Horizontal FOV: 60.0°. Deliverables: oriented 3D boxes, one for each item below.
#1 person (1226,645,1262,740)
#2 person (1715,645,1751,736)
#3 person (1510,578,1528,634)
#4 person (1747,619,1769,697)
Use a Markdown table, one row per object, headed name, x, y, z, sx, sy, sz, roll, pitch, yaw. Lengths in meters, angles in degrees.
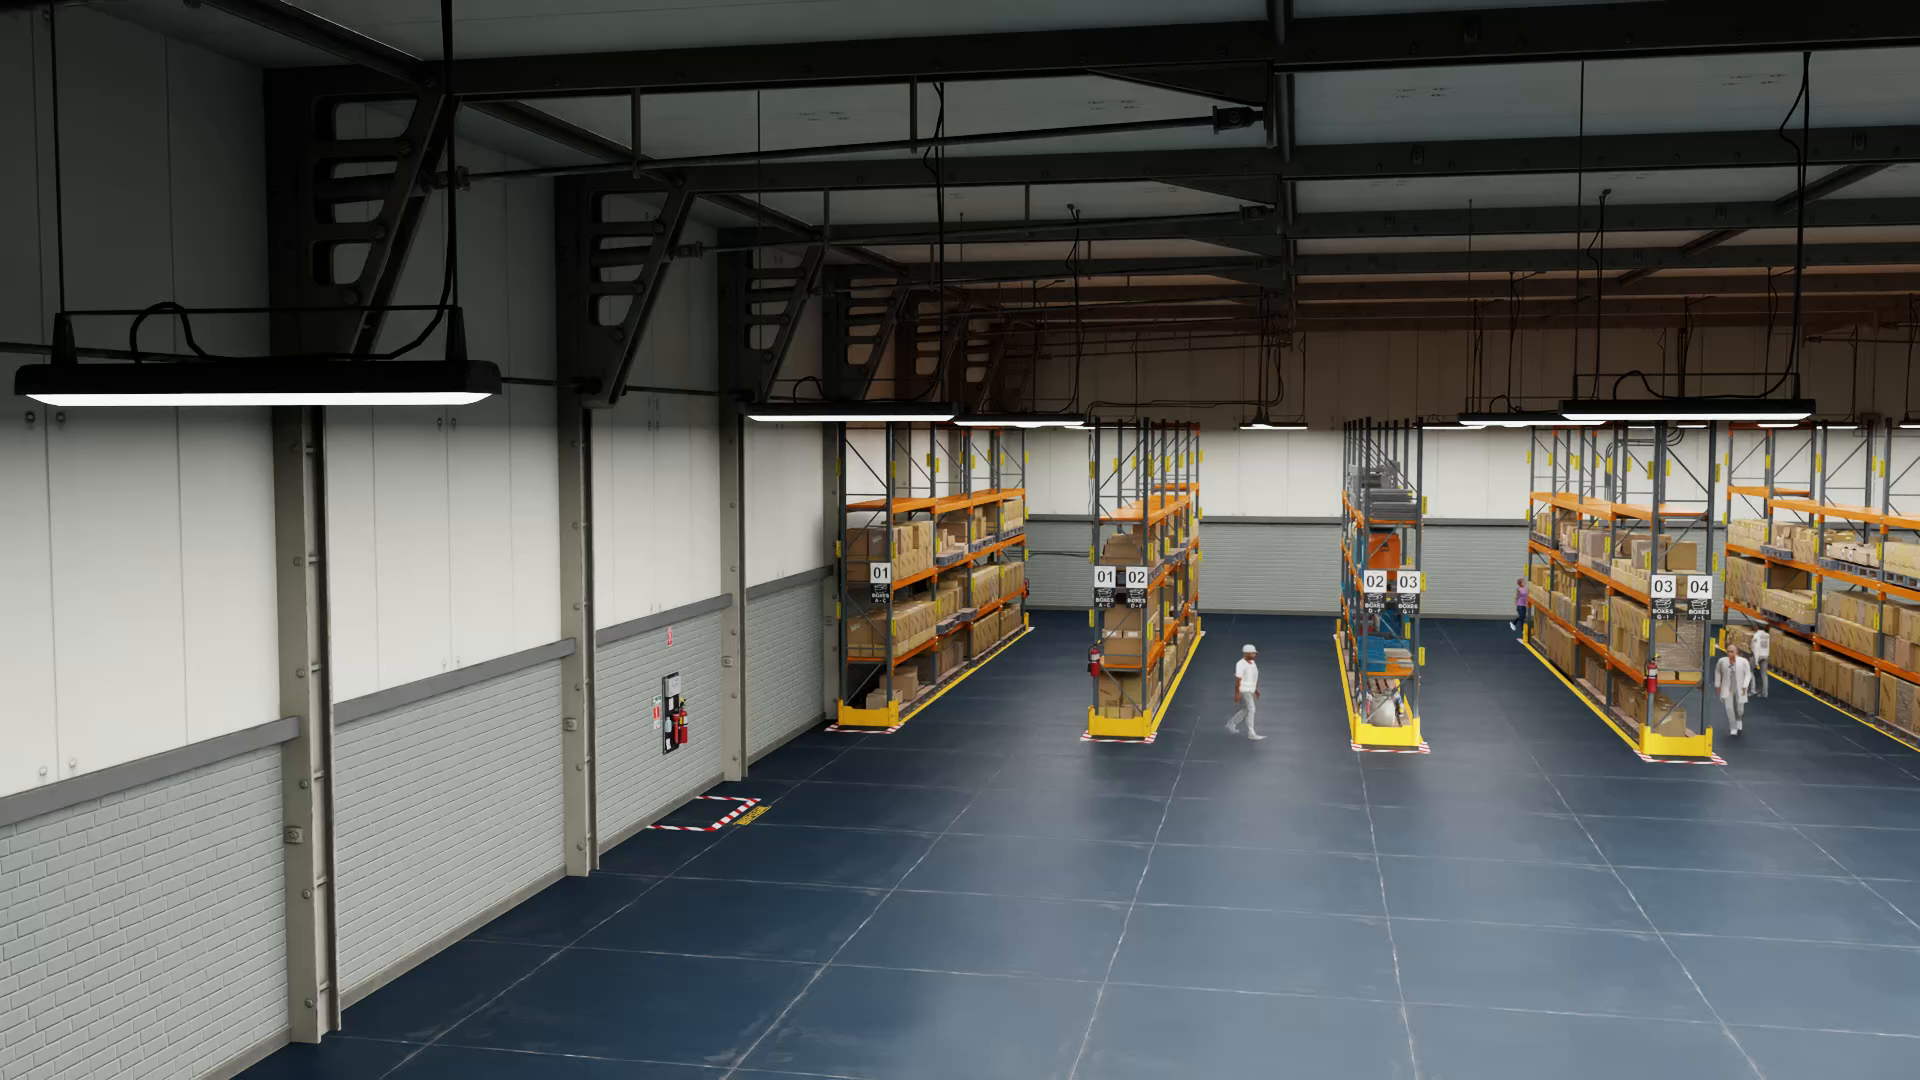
| name | x | y | z | sx | sy | sz | roll | pitch | yaw |
| --- | --- | --- | --- | --- | --- | --- | --- | --- | --- |
| person | 5.346 | 2.831 | 31.155 | 0.830 | 1.753 | 0.595 | 2 | 4 | 30 |
| person | 14.701 | 2.830 | 31.642 | 0.620 | 1.695 | 0.790 | 2 | 4 | 24 |
| person | 15.900 | 1.865 | 47.241 | 0.444 | 1.581 | 0.734 | -2 | 4 | -28 |
| person | 17.289 | 2.573 | 35.864 | 0.476 | 1.710 | 0.524 | 0 | 4 | -5 |
